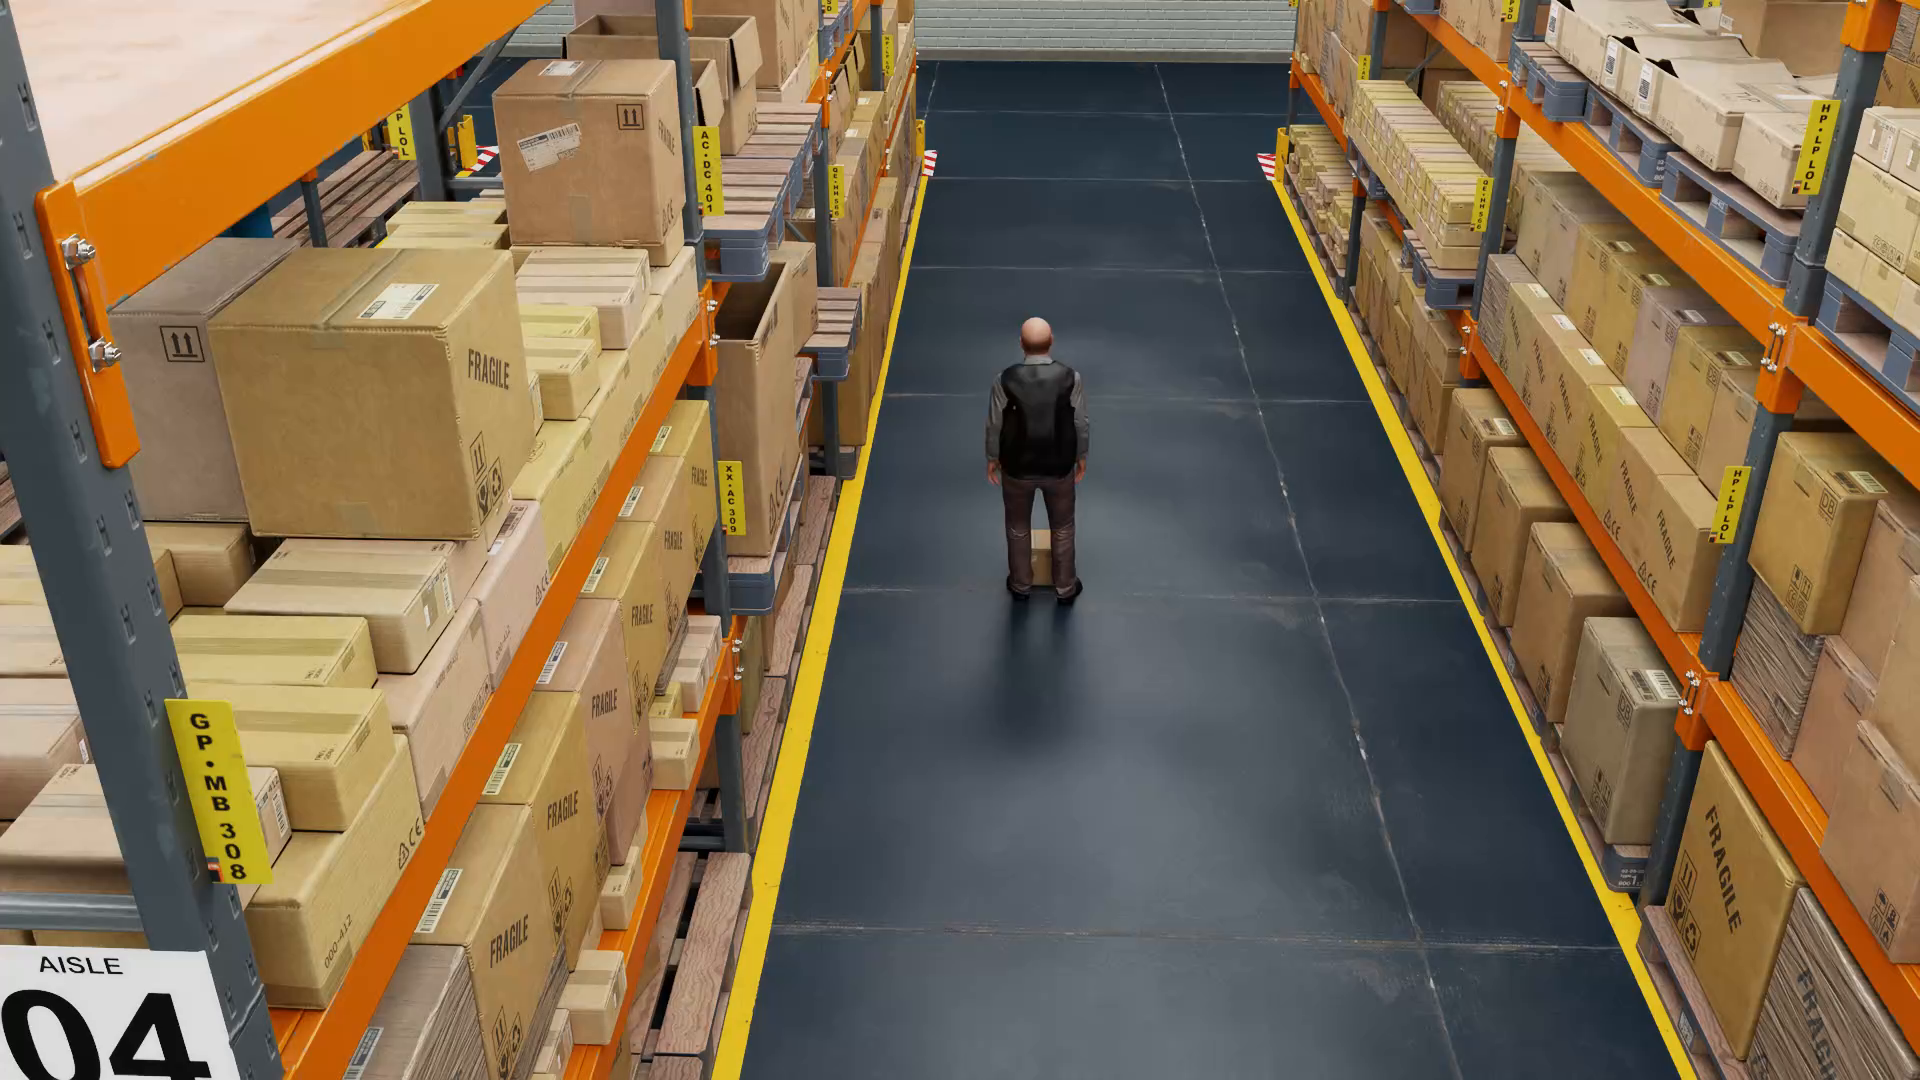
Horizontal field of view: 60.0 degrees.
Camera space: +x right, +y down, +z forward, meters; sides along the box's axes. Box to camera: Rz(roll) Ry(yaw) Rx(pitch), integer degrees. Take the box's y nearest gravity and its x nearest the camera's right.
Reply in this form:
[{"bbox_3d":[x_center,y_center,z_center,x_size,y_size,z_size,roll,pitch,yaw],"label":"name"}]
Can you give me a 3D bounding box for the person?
[{"bbox_3d":[0.437,-0.428,9.458,0.593,1.722,0.466,0,28,-1],"label":"person"}]
